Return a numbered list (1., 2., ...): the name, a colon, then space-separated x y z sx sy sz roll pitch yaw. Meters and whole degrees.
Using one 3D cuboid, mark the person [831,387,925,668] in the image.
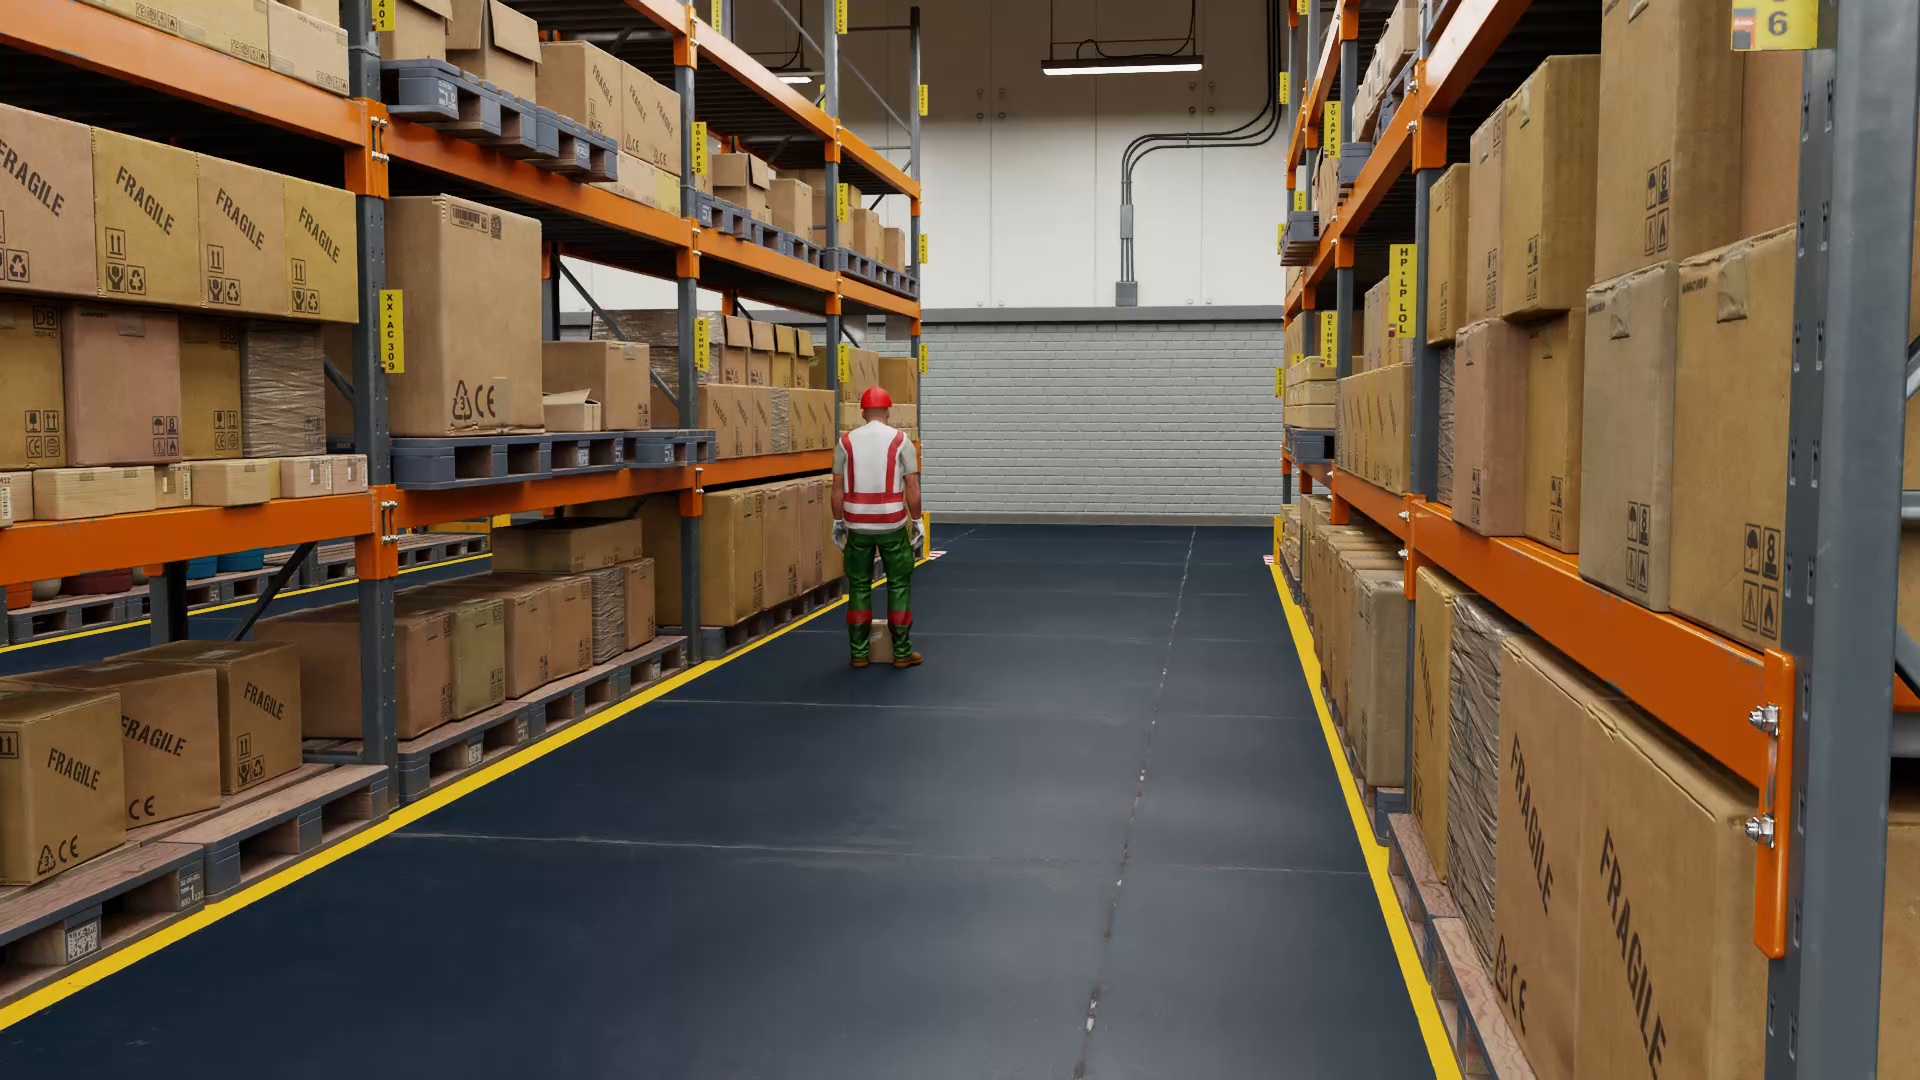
1. person: -0.521 -0.084 10.577 0.608 1.779 0.451 1 4 8
